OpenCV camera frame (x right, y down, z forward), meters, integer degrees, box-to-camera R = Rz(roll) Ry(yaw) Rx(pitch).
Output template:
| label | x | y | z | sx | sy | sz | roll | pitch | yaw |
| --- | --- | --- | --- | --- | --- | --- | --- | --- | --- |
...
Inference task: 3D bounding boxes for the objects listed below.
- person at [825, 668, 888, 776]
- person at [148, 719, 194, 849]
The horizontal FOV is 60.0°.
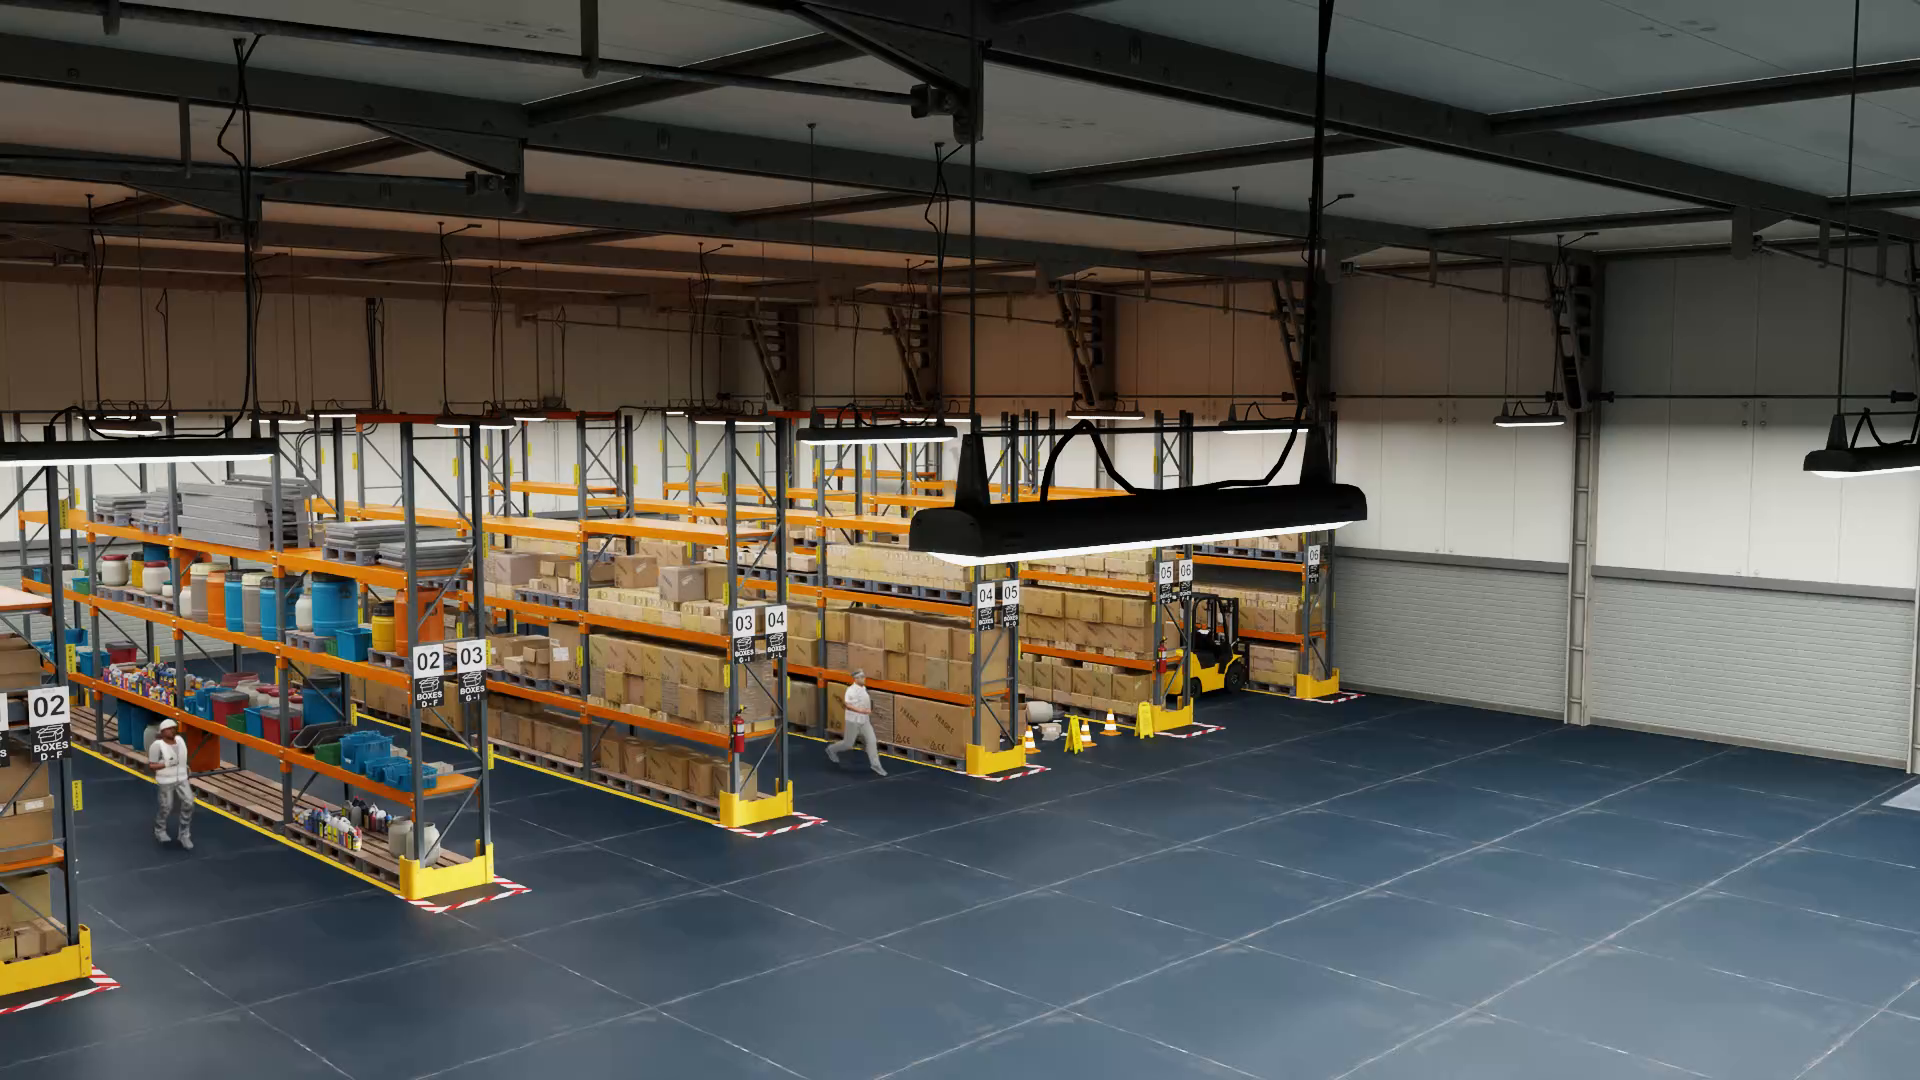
| label | x | y | z | sx | sy | sz | roll | pitch | yaw |
| --- | --- | --- | --- | --- | --- | --- | --- | --- | --- |
| person | -1.756 | 3.039 | 27.901 | 1.140 | 1.802 | 0.629 | 3 | 6 | 32 |
| person | -11.025 | 3.417 | 23.281 | 0.735 | 1.835 | 0.654 | 4 | 6 | 37 |
